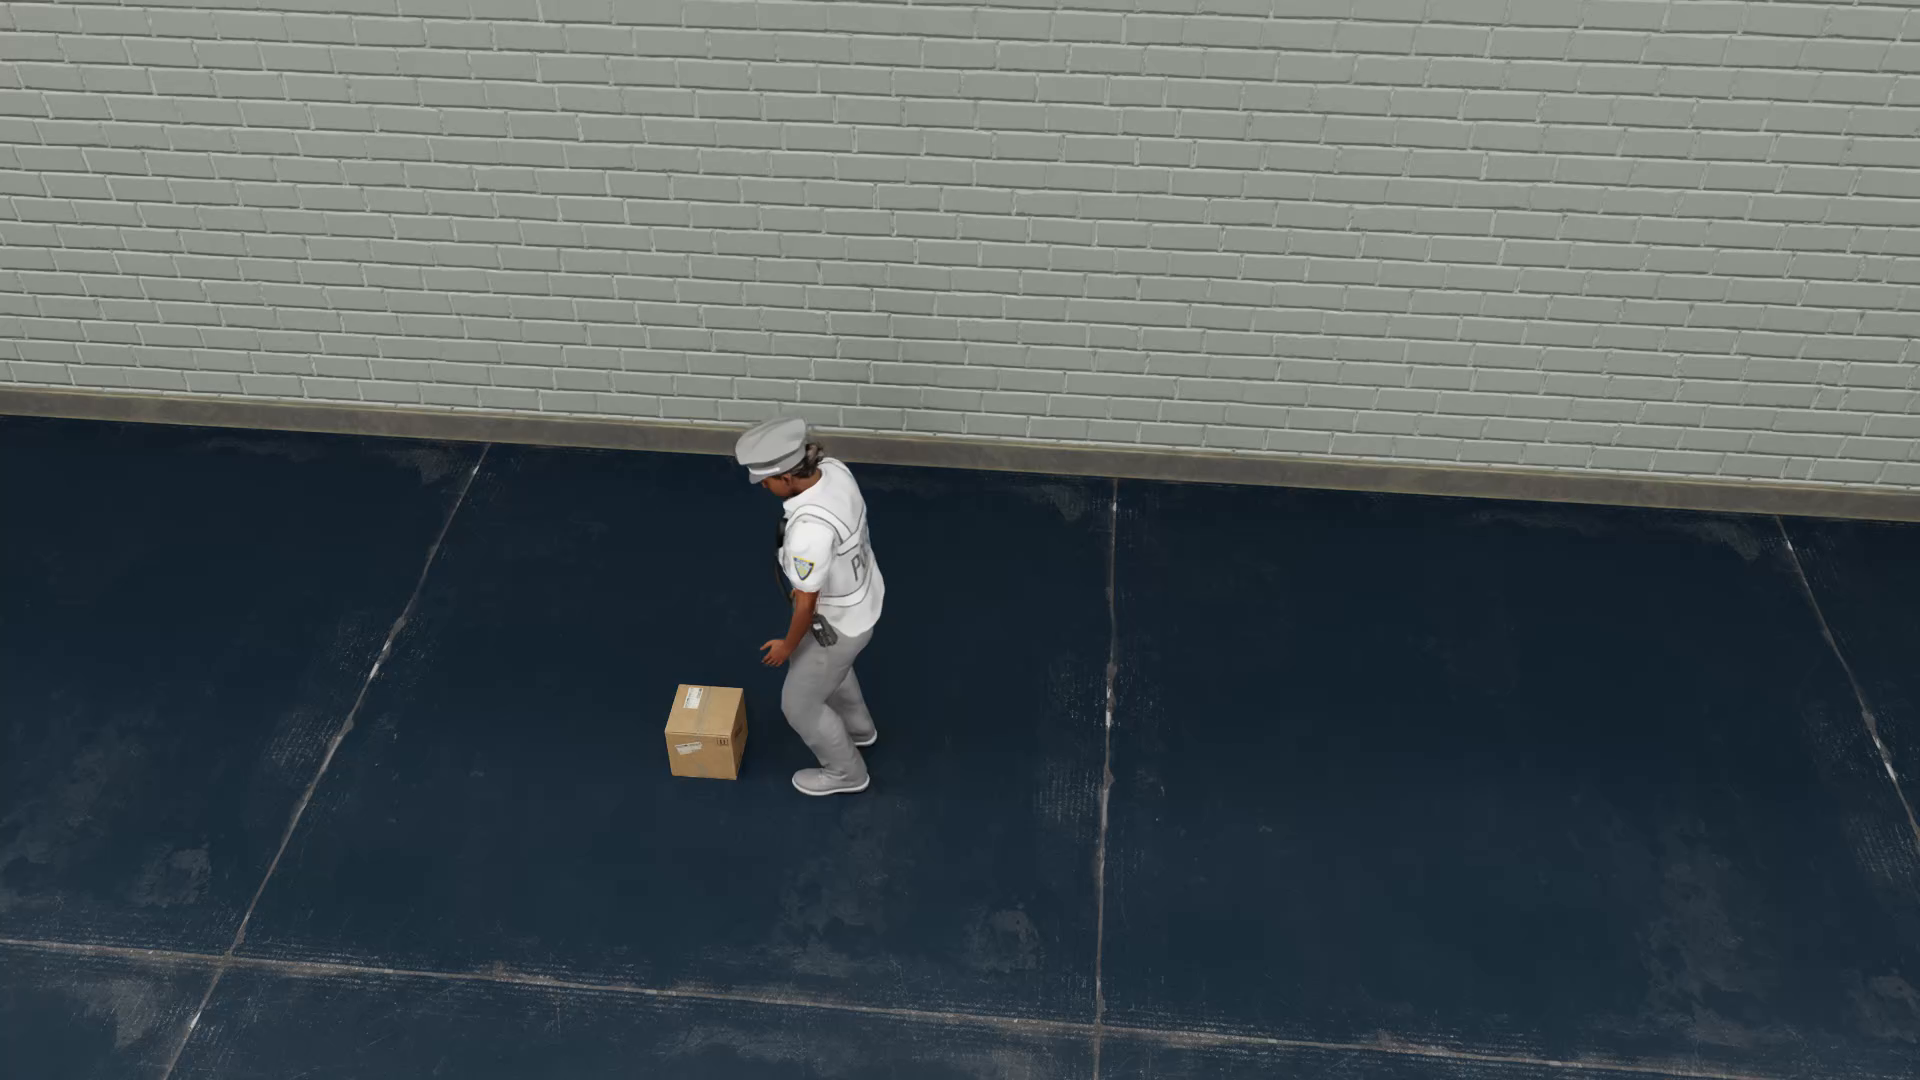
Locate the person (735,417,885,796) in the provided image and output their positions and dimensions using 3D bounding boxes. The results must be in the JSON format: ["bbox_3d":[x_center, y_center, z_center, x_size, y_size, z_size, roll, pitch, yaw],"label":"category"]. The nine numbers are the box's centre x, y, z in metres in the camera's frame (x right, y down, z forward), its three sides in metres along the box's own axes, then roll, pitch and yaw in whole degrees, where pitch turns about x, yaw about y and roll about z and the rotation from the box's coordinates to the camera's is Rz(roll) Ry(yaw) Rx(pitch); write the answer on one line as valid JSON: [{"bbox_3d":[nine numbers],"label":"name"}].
[{"bbox_3d":[-0.503,0.266,5.891,0.460,1.615,0.461,4,40,5],"label":"person"}]
